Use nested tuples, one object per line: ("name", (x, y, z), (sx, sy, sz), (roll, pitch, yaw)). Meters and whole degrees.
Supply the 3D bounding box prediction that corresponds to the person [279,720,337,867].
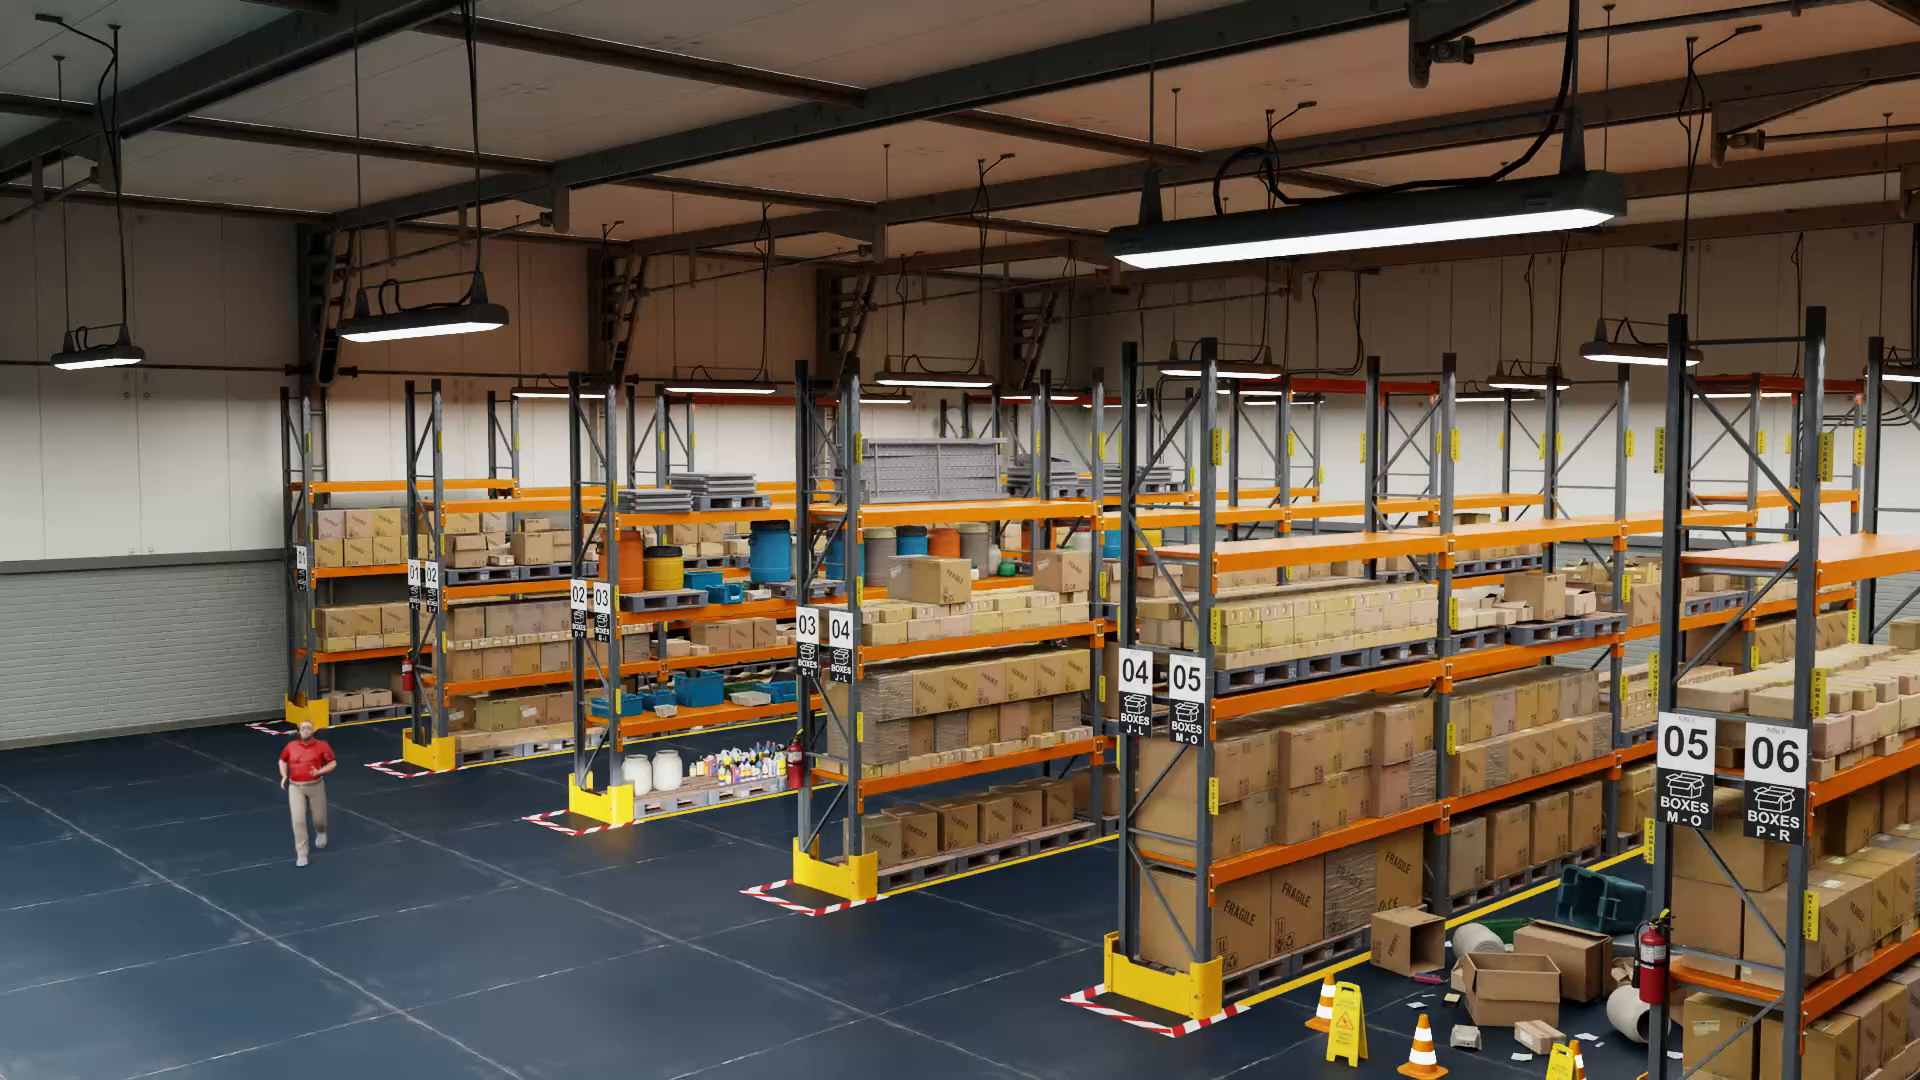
("person", (-7.901, 3.024, 20.130), (0.676, 1.694, 0.873), (-1, 4, -15))
